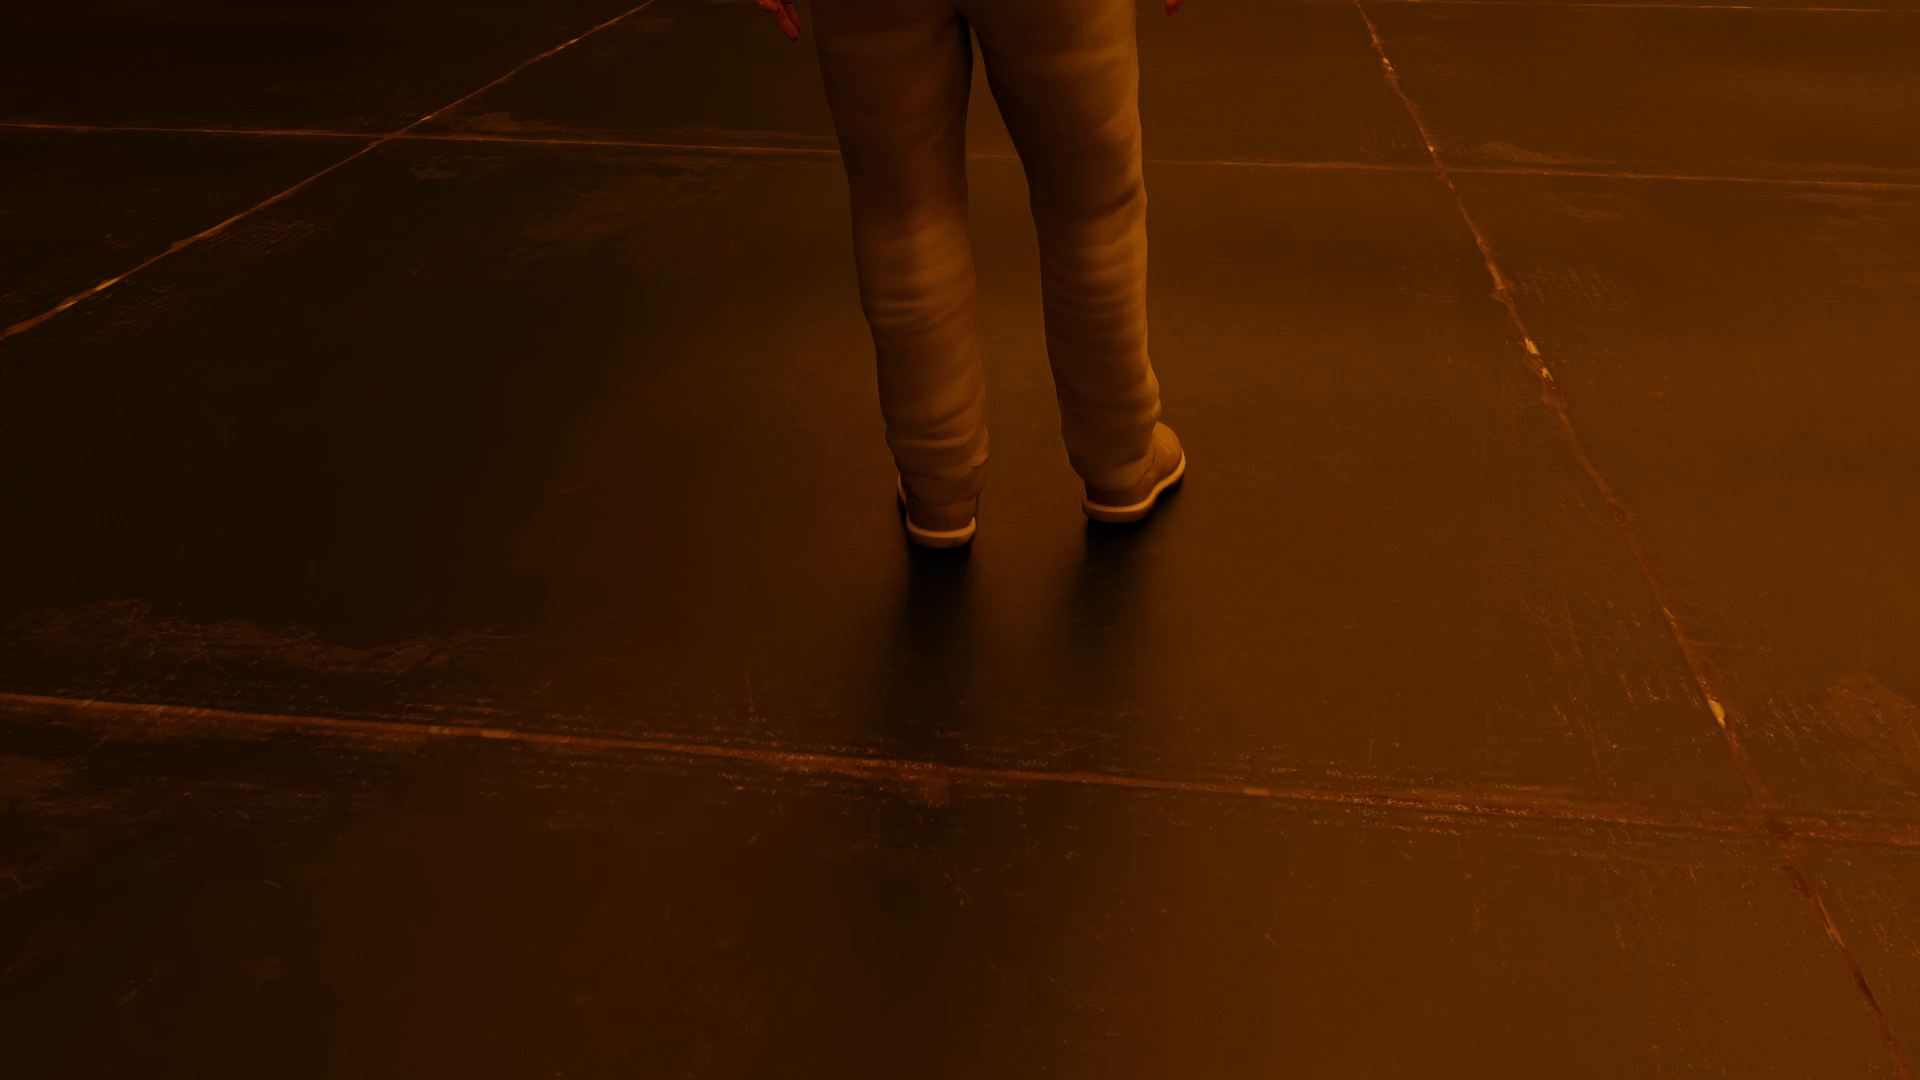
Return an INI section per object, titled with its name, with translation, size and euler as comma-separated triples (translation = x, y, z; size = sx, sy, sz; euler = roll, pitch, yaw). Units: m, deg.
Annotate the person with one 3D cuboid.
[person]
translation = 0.021, -0.839, 2.167
size = 0.641, 1.781, 0.574
euler = 3, 27, 7
